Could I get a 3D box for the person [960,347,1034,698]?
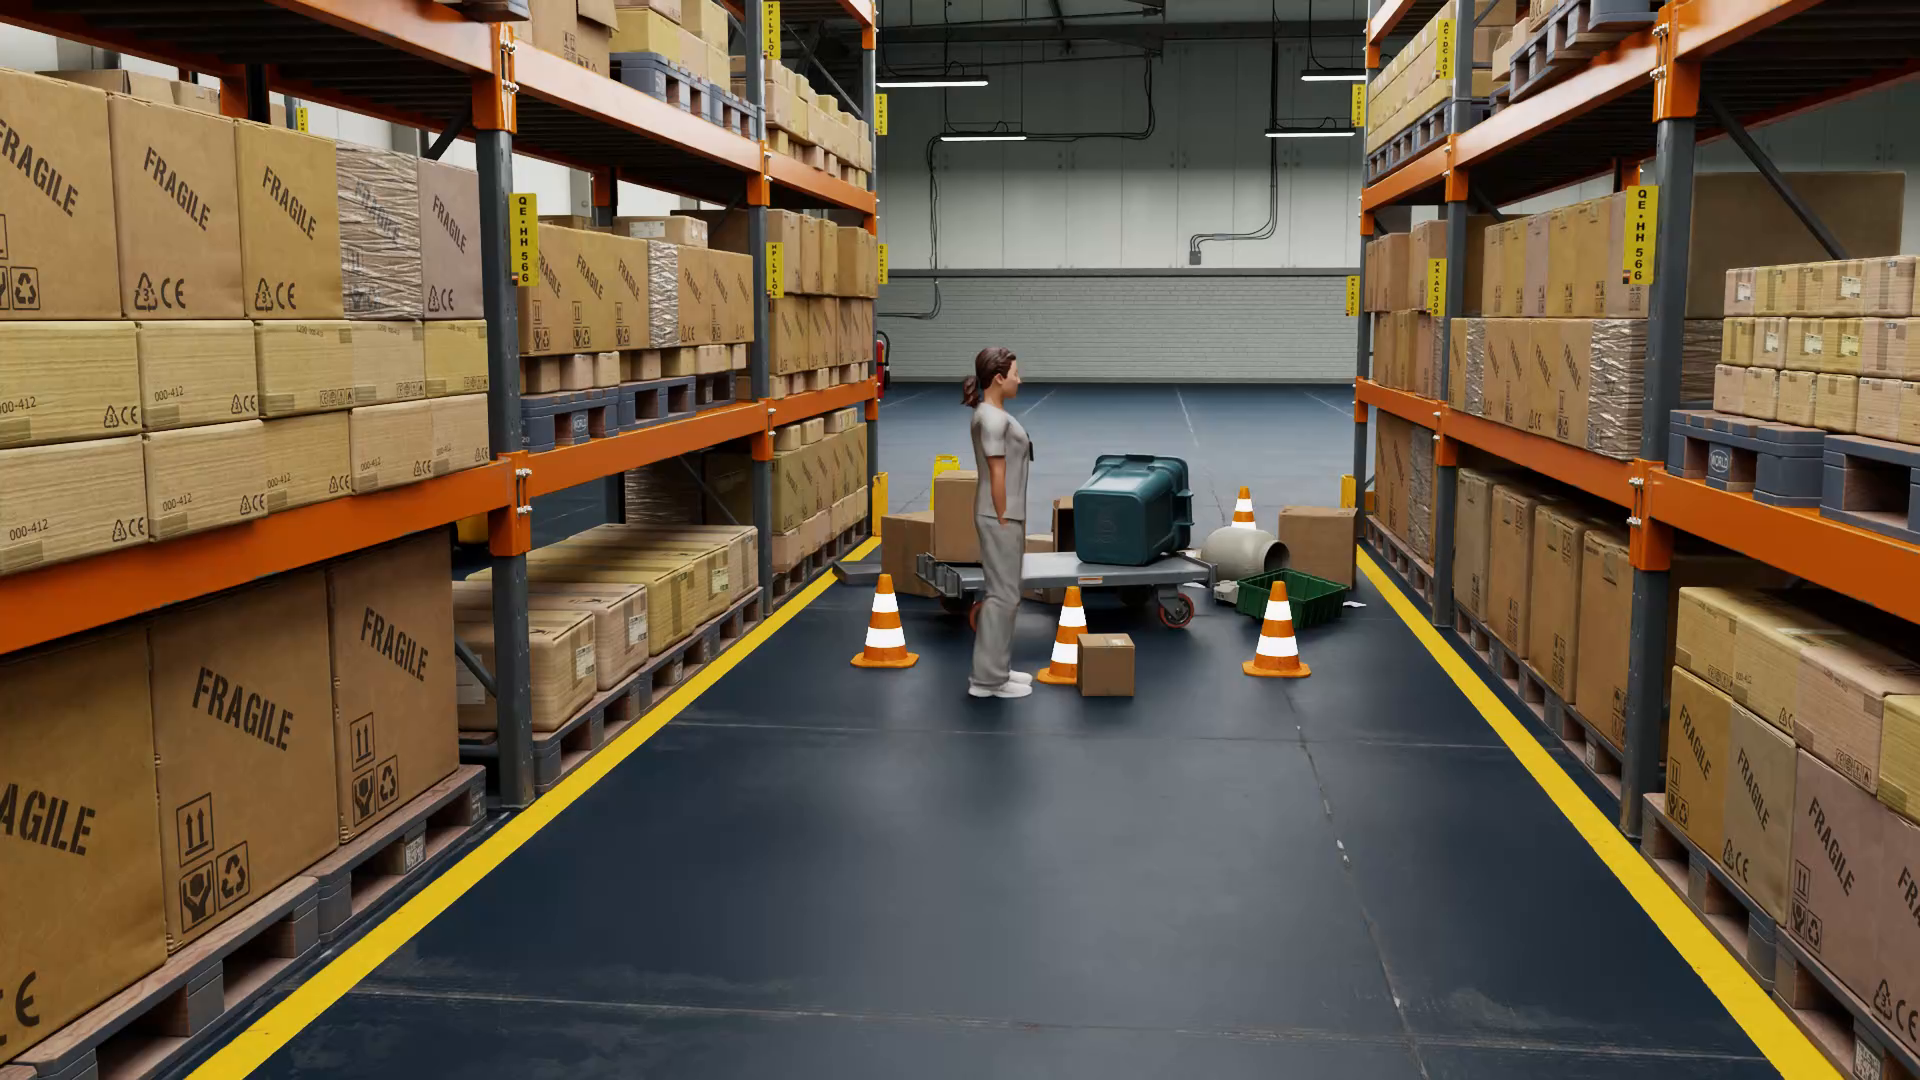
[{"bbox_3d":[0.177,-0.090,8.013,0.362,1.674,0.437,0,8,-1],"label":"person"}]
